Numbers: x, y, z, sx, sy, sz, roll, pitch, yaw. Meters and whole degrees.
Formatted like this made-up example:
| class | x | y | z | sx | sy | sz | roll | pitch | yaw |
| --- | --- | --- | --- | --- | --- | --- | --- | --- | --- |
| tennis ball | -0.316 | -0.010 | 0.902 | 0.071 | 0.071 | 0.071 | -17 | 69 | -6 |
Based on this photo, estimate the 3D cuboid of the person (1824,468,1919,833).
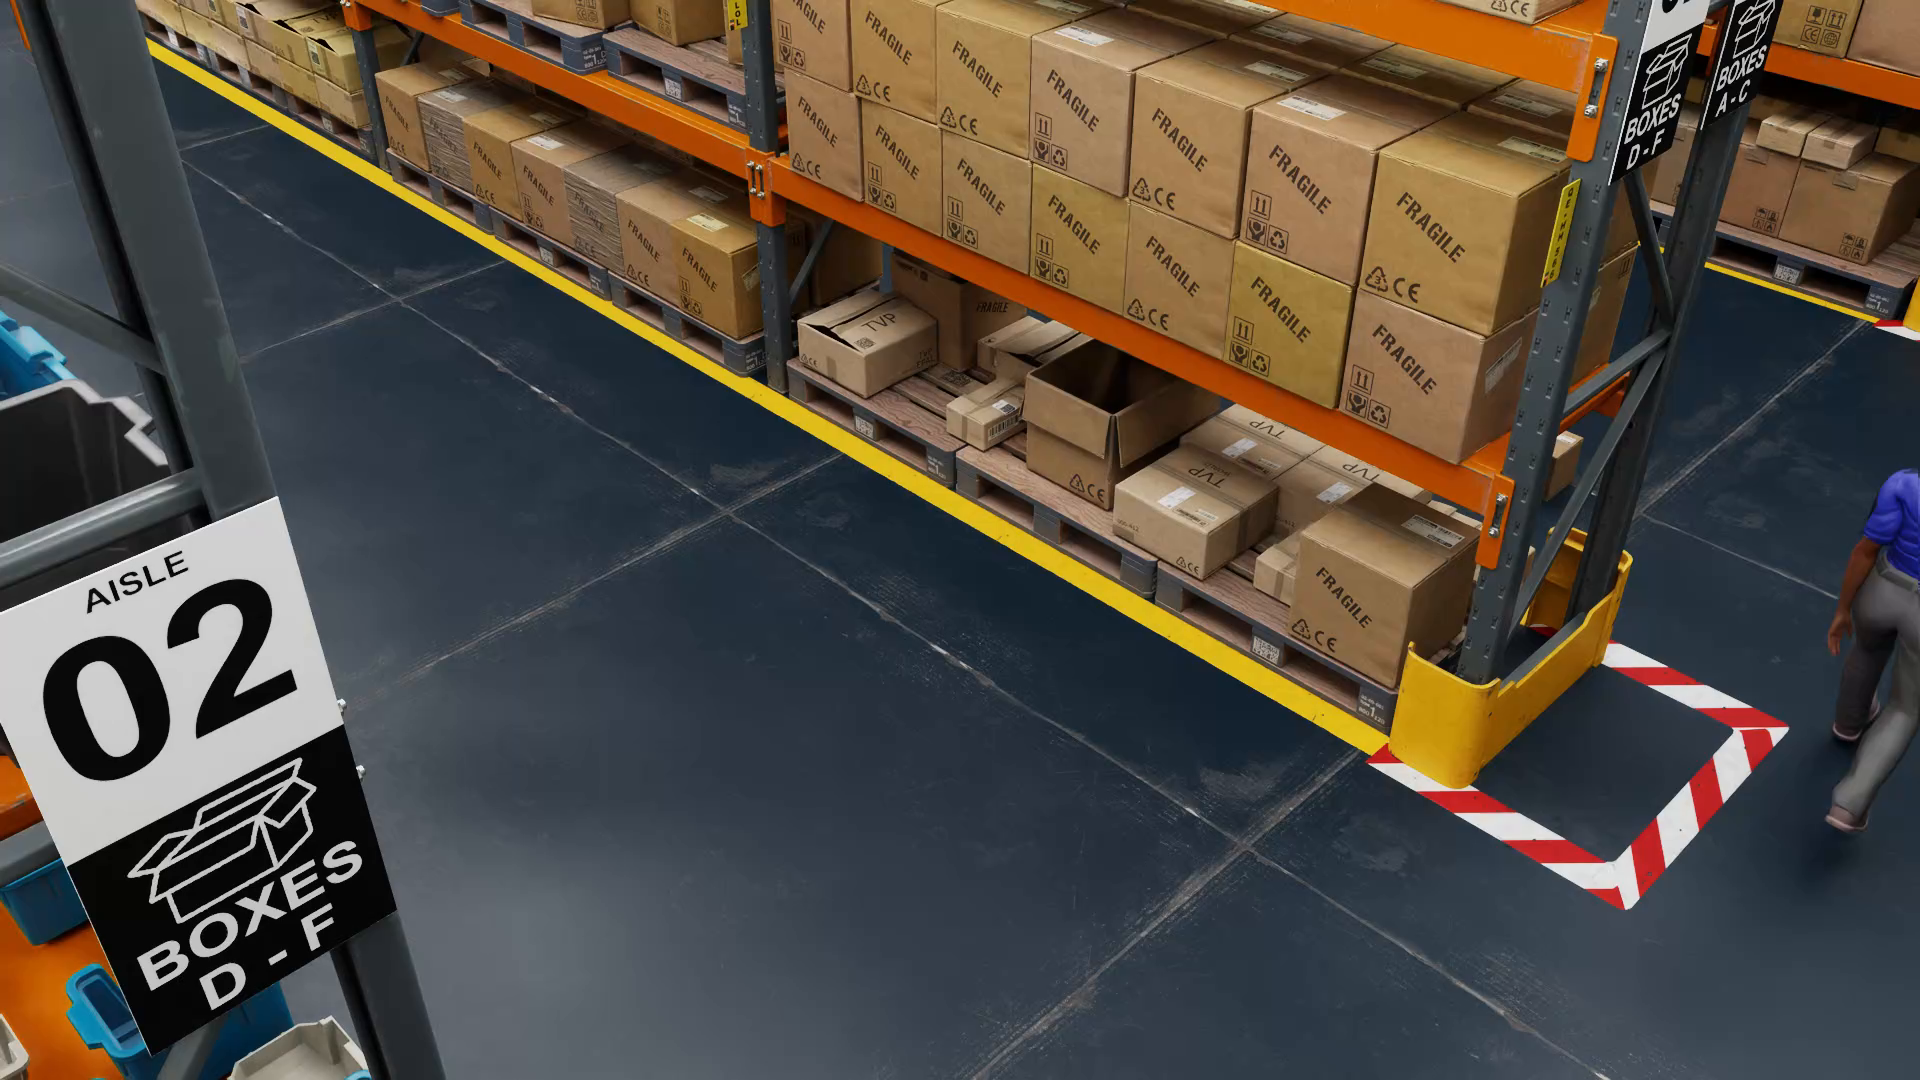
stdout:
| class | x | y | z | sx | sy | sz | roll | pitch | yaw |
| --- | --- | --- | --- | --- | --- | --- | --- | --- | --- |
| person | 3.318 | 0.236 | 5.819 | 0.431 | 1.597 | 0.987 | 28 | 44 | 33 |
